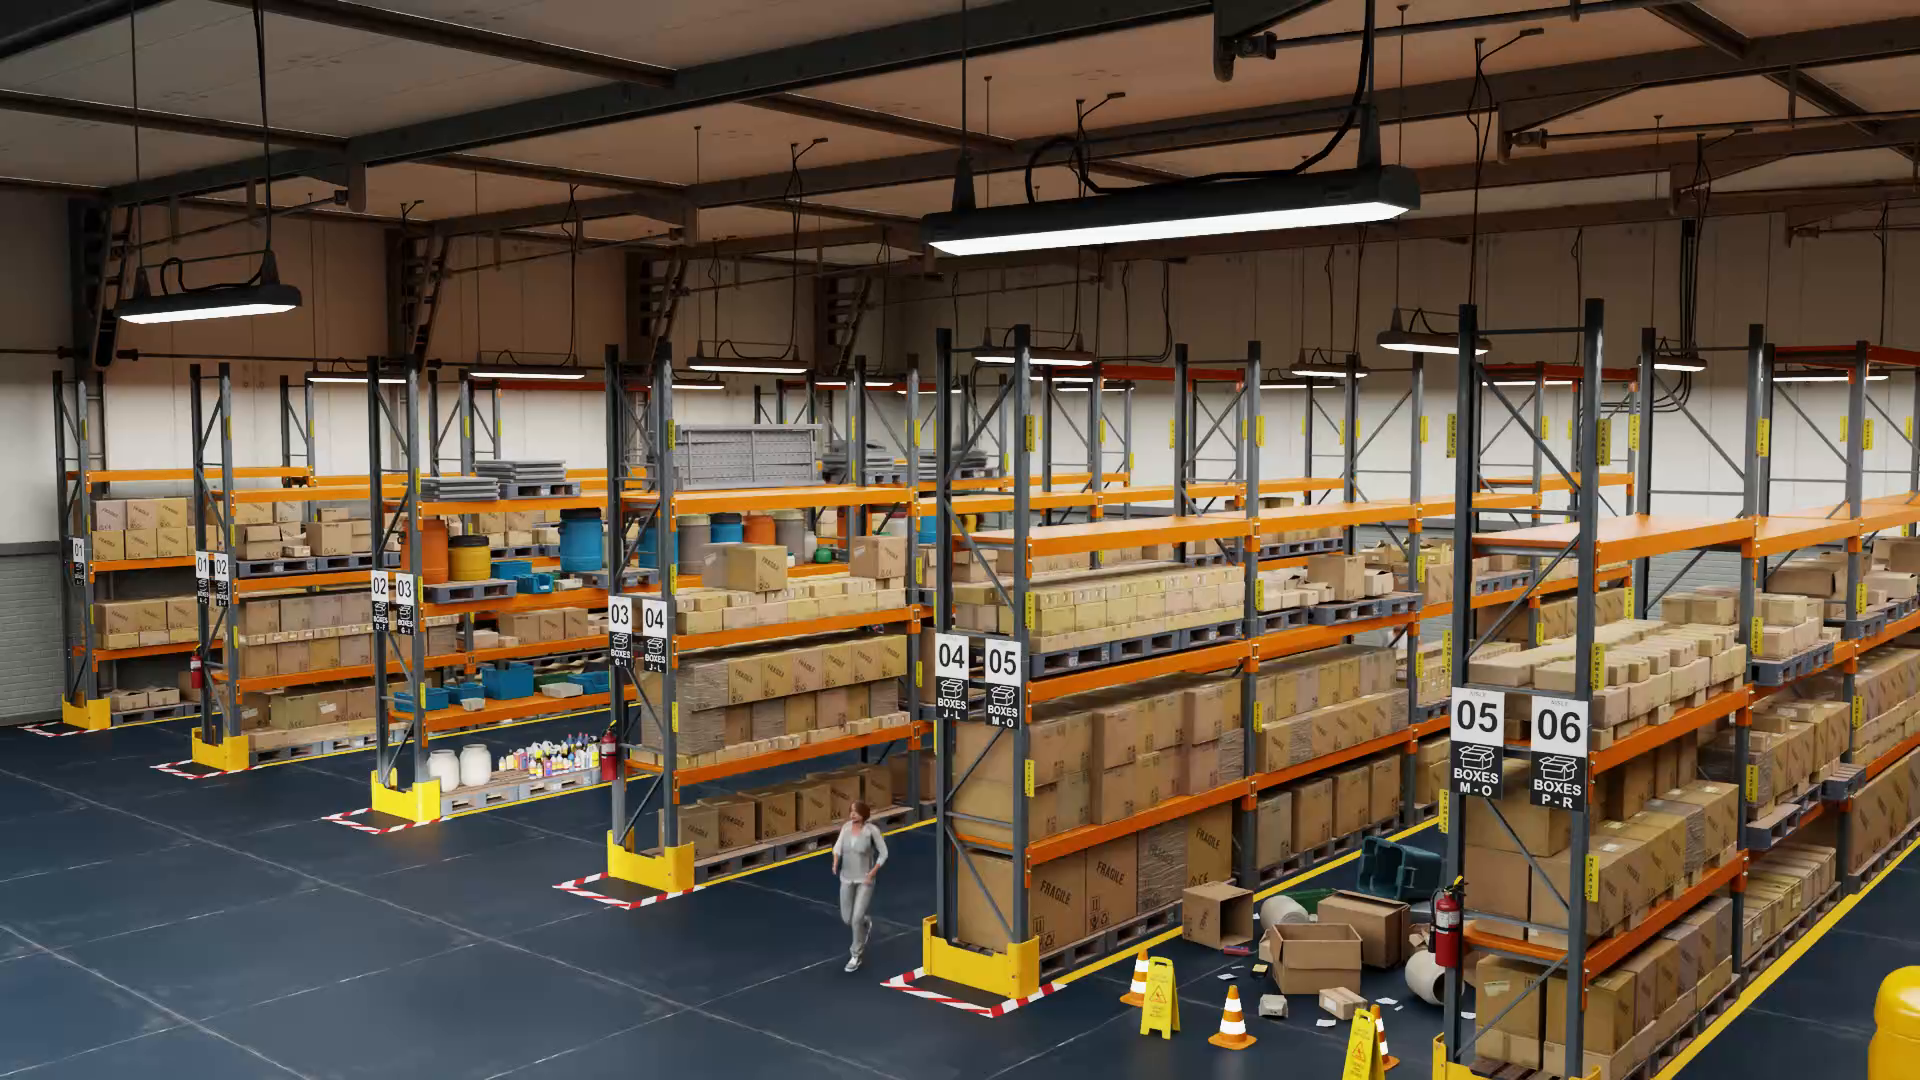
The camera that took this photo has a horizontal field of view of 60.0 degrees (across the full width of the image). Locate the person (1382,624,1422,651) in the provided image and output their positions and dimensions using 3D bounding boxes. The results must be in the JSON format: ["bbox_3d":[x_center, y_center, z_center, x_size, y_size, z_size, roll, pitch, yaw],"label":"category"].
[{"bbox_3d":[7.696,2.184,29.127,0.630,1.739,0.606,3,5,37],"label":"person"}]

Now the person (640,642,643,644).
[{"bbox_3d":[-6.380,1.823,34.617,0.629,1.803,0.794,3,5,36],"label":"person"}]

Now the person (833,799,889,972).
[{"bbox_3d":[-0.961,3.251,15.841,0.550,1.586,0.642,2,4,22],"label":"person"}]

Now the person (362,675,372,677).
[{"bbox_3d":[-10.075,2.243,28.507,0.677,1.753,0.696,3,5,37],"label":"person"}]
